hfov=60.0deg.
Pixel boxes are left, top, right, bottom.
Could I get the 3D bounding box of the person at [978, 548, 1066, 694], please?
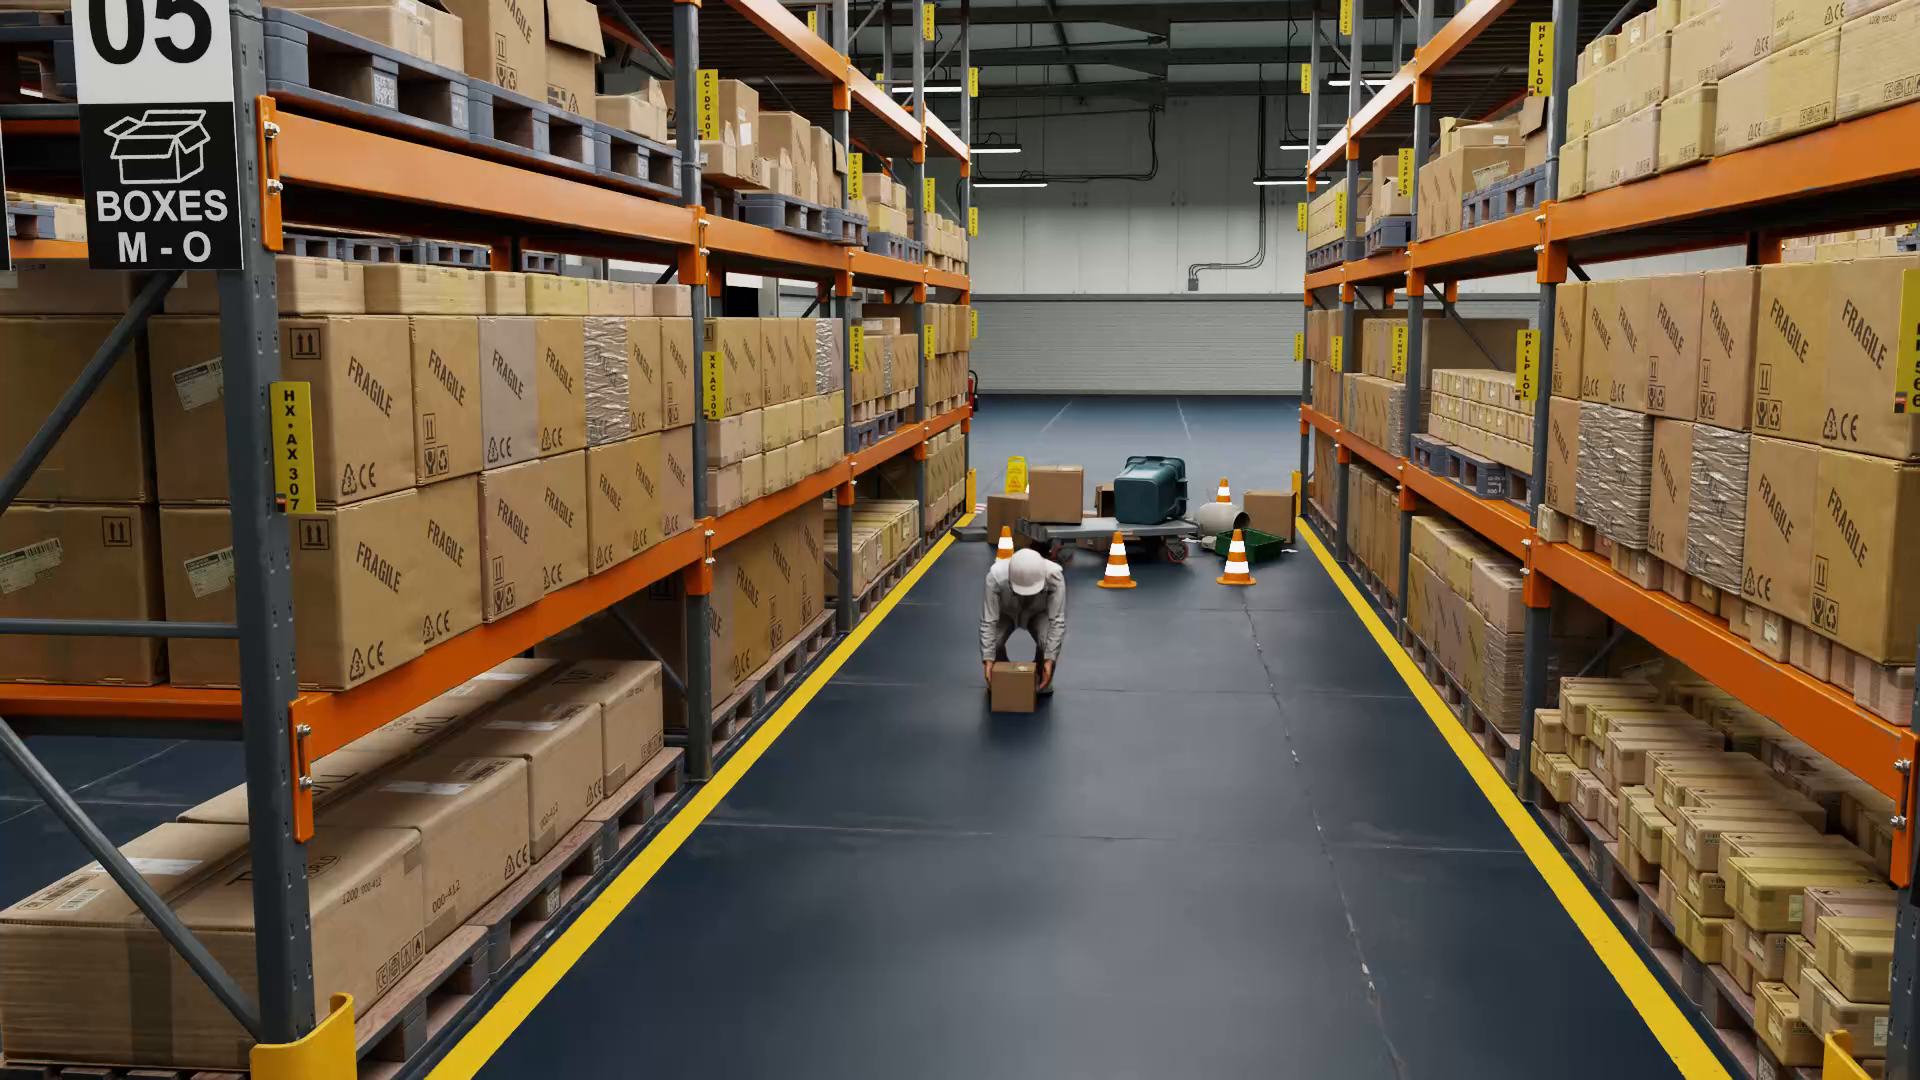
[{"bbox_3d":[0.388,0.480,10.162,0.537,0.964,0.908,1,8,6],"label":"person"}]
